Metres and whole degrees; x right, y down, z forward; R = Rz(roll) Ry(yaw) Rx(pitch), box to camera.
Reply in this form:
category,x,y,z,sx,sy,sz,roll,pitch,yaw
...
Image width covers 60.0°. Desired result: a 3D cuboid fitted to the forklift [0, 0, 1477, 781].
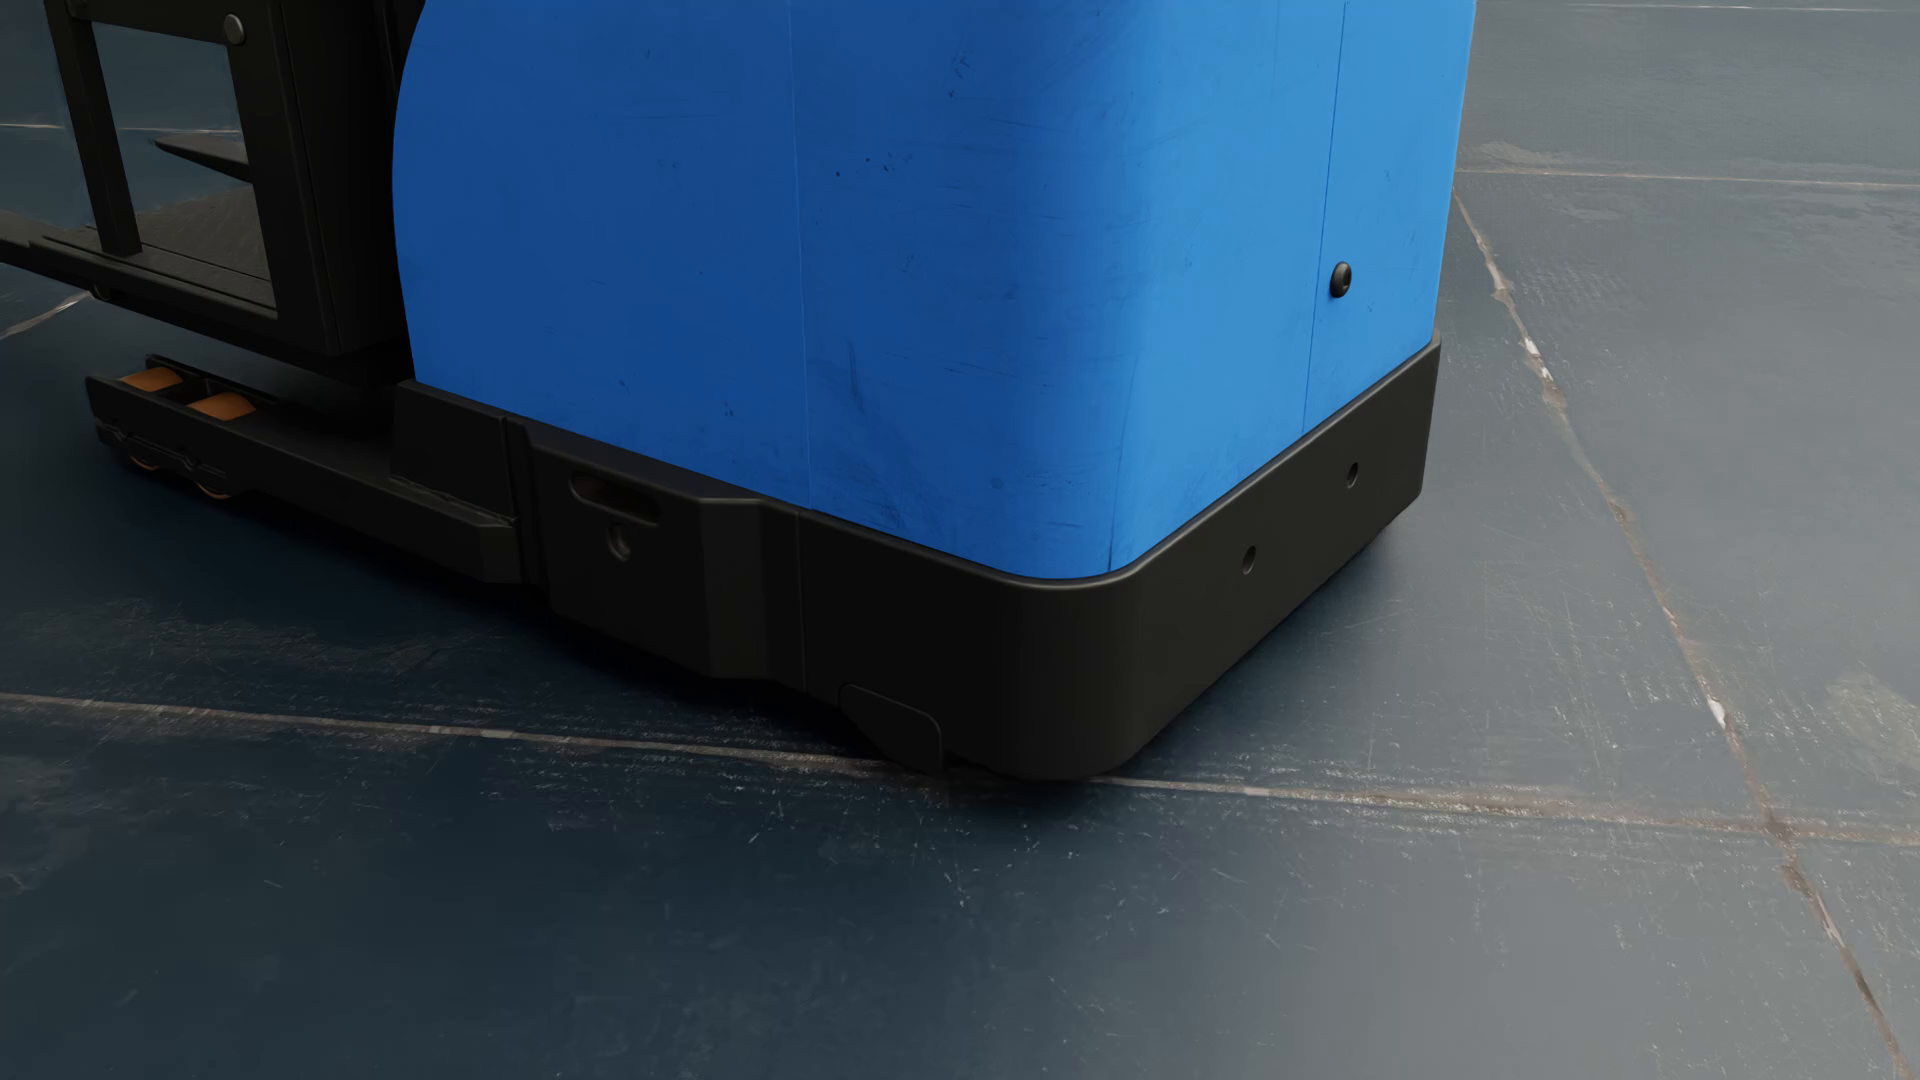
category,x,y,z,sx,sy,sz,roll,pitch,yaw
forklift,-0.801,-1.548,2.320,3.031,2.935,1.130,18,32,31
